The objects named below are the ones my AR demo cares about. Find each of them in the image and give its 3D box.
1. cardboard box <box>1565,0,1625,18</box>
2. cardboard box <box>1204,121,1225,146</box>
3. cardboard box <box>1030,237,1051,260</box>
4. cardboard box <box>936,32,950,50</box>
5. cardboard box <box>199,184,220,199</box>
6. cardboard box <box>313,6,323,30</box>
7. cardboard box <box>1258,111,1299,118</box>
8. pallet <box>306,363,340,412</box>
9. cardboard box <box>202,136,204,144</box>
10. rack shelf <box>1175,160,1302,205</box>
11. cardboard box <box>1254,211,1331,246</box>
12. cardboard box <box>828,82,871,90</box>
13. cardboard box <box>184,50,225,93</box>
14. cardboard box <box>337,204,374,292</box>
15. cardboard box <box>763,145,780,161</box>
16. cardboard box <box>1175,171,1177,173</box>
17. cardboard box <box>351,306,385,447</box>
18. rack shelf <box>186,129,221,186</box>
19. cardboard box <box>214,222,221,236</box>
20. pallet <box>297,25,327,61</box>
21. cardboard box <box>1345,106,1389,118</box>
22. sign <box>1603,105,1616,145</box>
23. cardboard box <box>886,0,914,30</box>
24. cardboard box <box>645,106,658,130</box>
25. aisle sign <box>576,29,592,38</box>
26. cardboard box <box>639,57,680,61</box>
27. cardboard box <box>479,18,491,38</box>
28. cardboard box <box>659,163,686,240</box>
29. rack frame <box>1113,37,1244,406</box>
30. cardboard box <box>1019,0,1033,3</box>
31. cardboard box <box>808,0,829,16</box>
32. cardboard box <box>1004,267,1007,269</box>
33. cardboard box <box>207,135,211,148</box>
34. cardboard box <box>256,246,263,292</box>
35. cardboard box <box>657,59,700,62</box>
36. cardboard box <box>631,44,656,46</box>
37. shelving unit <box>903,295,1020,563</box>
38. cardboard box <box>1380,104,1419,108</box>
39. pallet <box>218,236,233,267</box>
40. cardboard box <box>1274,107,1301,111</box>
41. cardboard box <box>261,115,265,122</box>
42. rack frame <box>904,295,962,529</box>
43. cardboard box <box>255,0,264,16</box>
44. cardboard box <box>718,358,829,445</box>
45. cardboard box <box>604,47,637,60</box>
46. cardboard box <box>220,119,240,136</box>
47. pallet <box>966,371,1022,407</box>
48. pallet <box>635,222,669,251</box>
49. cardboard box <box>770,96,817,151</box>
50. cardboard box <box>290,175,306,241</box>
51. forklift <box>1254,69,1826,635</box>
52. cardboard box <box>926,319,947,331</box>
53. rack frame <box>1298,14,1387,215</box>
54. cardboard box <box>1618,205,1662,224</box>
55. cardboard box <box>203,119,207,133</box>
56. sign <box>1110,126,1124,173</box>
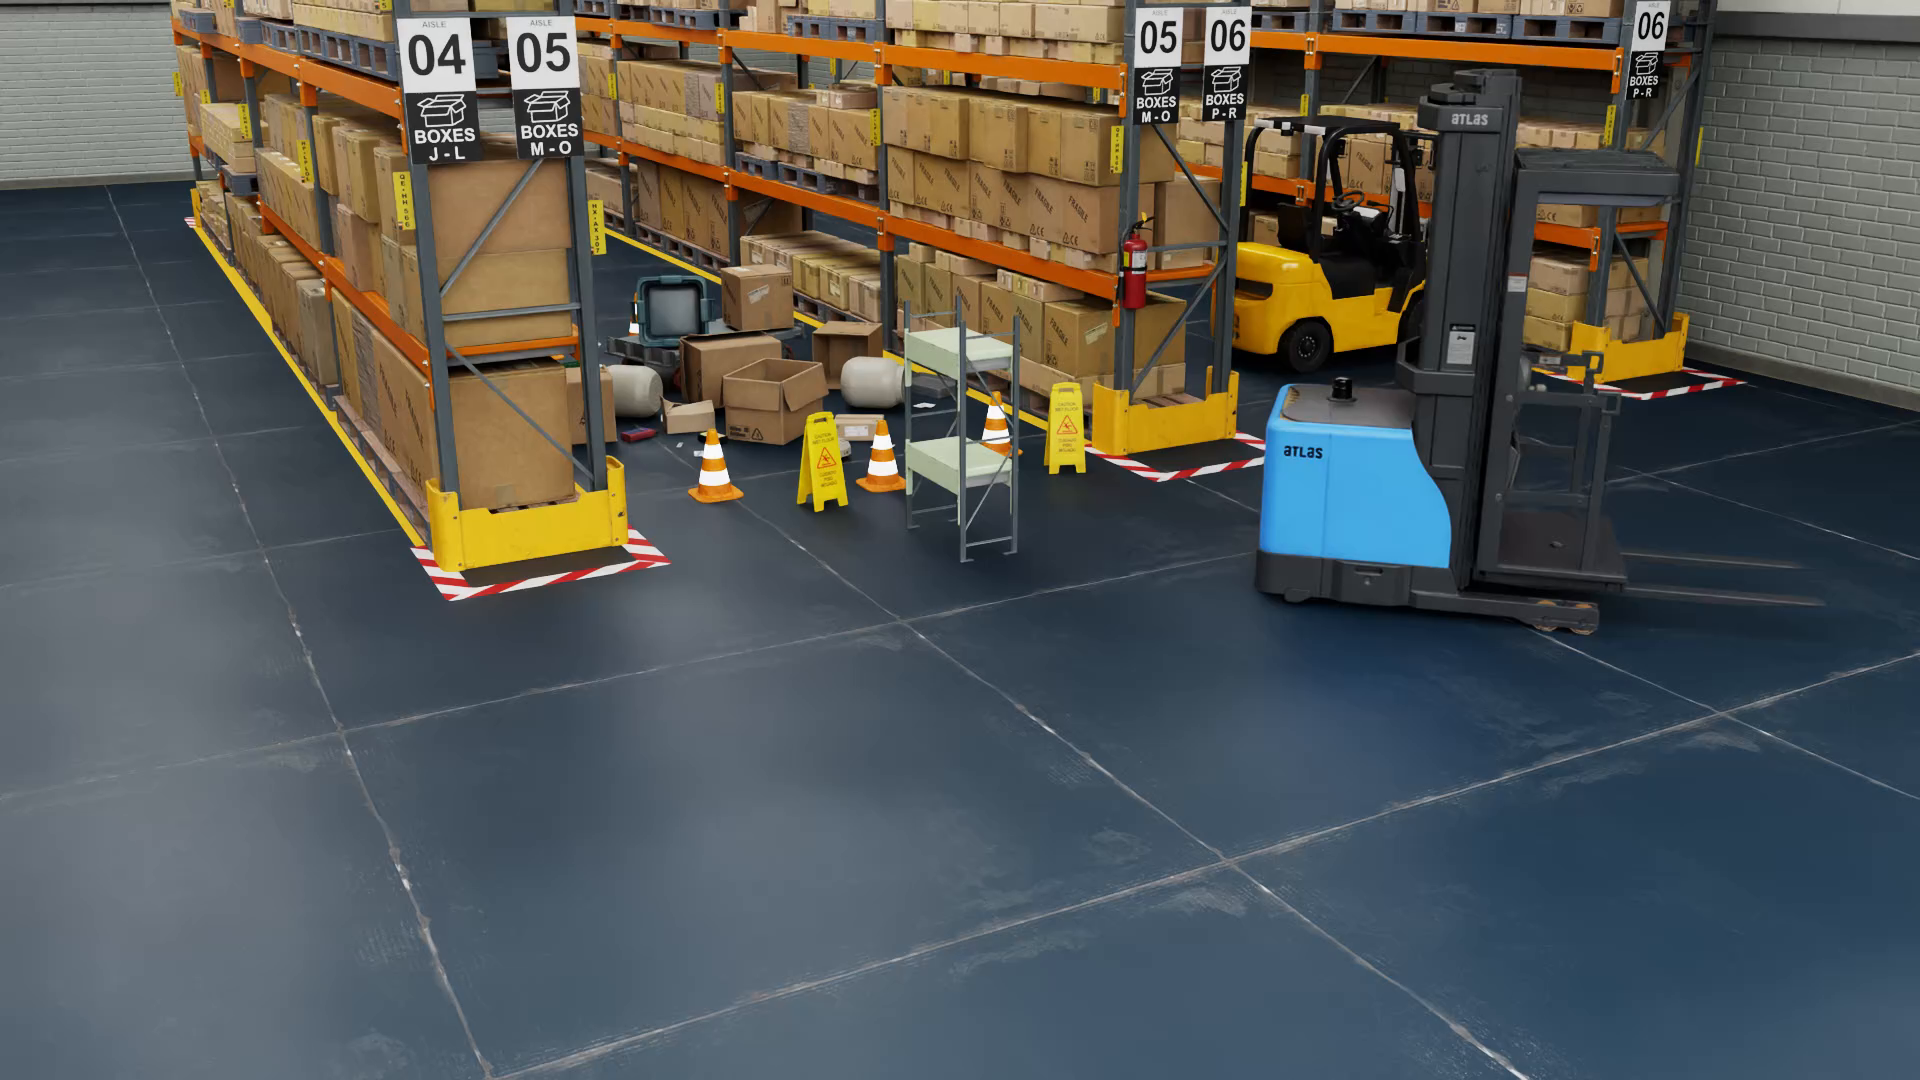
[{"bbox_3d":[5.556,-4.728,14.187,0.500,0.500,0.500,-9,21,-25],"label":"cardboard box"},{"bbox_3d":[3.134,-4.637,18.935,0.500,0.250,0.500,-10,21,-26],"label":"cardboard box"},{"bbox_3d":[0.778,-2.315,13.128,0.380,0.149,0.250,-10,21,-26],"label":"cardboard box"},{"bbox_3d":[0.020,-4.262,14.172,0.380,0.149,0.250,-9,21,-25],"label":"cardboard box"},{"bbox_3d":[-10.099,-4.732,22.561,0.380,0.149,0.250,-10,21,-27],"label":"cardboard box"},{"bbox_3d":[-4.235,-3.607,11.475,0.380,0.149,0.250,-10,22,-28],"label":"cardboard box"},{"bbox_3d":[3.515,-4.644,18.342,0.380,0.149,0.250,-10,21,-27],"label":"cardboard box"},{"bbox_3d":[-5.027,-1.402,14.372,1.003,0.211,1.213,-10,21,-27],"label":"pallet"},{"bbox_3d":[-9.540,-5.172,21.406,0.380,0.149,0.250,-10,21,-26],"label":"cardboard box"},{"bbox_3d":[3.131,-4.310,19.627,1.077,0.370,4.000,-10,21,-27],"label":"rack shelf"},{"bbox_3d":[3.823,-3.300,18.594,0.875,0.625,0.625,-9,21,-24],"label":"cardboard box"},{"bbox_3d":[-1.160,-4.722,17.469,0.380,0.149,0.250,-11,22,-29],"label":"cardboard box"},{"bbox_3d":[-9.595,-6.004,21.289,0.500,0.500,0.500,-11,22,-28],"label":"cardboard box"},{"bbox_3d":[-3.974,-2.150,12.033,0.875,0.550,0.550,-10,21,-27],"label":"cardboard box"},{"bbox_3d":[-1.888,-4.158,17.825,0.380,0.149,0.250,-10,21,-26],"label":"cardboard box"},{"bbox_3d":[1.384,-2.673,13.170,0.500,0.500,0.500,-9,21,-25],"label":"cardboard box"},{"bbox_3d":[-3.926,-1.255,12.284,0.875,0.875,0.875,-10,21,-26],"label":"cardboard box"},{"bbox_3d":[-9.343,-5.041,21.745,1.077,0.370,4.000,-10,21,-27],"label":"rack shelf"},{"bbox_3d":[-9.371,-4.015,21.395,0.380,0.149,0.250,-10,21,-27],"label":"cardboard box"},{"bbox_3d":[-4.215,-3.650,12.149,1.003,0.211,1.213,-10,21,-27],"label":"pallet"},{"bbox_3d":[4.190,-4.375,17.108,0.380,0.149,0.250,-10,21,-26],"label":"cardboard box"},{"bbox_3d":[5.496,-3.507,14.059,0.100,0.325,0.005,-10,21,-27],"label":"sign"},{"bbox_3d":[-0.318,-4.625,14.613,0.500,0.250,0.500,-10,22,-28],"label":"cardboard box"},{"bbox_3d":[-3.635,-5.304,20.868,0.500,0.250,0.500,-10,21,-26],"label":"cardboard box"},{"bbox_3d":[-5.745,-8.049,25.373,0.394,0.787,0.004,-10,21,-27],"label":"aisle sign"},{"bbox_3d":[-4.098,-6.297,22.596,0.500,0.500,0.500,-10,21,-26],"label":"cardboard box"},{"bbox_3d":[-2.697,-3.129,10.089,0.380,0.149,0.250,-10,21,-26],"label":"cardboard box"},{"bbox_3d":[-3.284,-4.373,21.320,0.875,0.875,0.875,-9,21,-25],"label":"cardboard box"},{"bbox_3d":[1.614,-2.158,12.287,1.000,3.000,0.127,-10,21,-27],"label":"rack frame"},{"bbox_3d":[0.681,-4.267,12.964,0.380,0.149,0.250,-11,22,-28],"label":"cardboard box"},{"bbox_3d":[-1.168,-5.290,16.350,0.500,0.250,0.500,-10,21,-26],"label":"cardboard box"},{"bbox_3d":[0.718,-2.139,14.655,0.500,0.500,0.500,-9,21,-24],"label":"cardboard box"},{"bbox_3d":[-8.359,-4.552,18.965,0.380,0.149,0.250,-10,21,-26],"label":"cardboard box"},{"bbox_3d":[-7.036,-2.824,17.406,0.500,0.500,0.500,-10,21,-27],"label":"cardboard box"},{"bbox_3d":[-3.651,-6.034,21.832,0.500,0.500,0.500,-9,21,-25],"label":"cardboard box"},{"bbox_3d":[-4.300,-6.698,22.764,0.380,0.149,0.250,-10,22,-27],"label":"cardboard box"},{"bbox_3d":[0.003,-0.707,10.381,0.431,1.500,0.755,-10,21,-27],"label":"shelving unit"},{"bbox_3d":[4.581,-4.448,17.318,0.380,0.149,0.250,-11,22,-28],"label":"cardboard box"},{"bbox_3d":[-8.743,-3.676,20.962,1.003,0.211,1.213,-10,21,-27],"label":"pallet"},{"bbox_3d":[3.764,-4.791,18.771,0.380,0.149,0.250,-10,22,-27],"label":"cardboard box"},{"bbox_3d":[-8.030,-4.944,19.646,0.380,0.149,0.250,-9,21,-25],"label":"cardboard box"},{"bbox_3d":[-0.171,-0.812,10.686,0.400,1.500,0.023,-10,21,-27],"label":"rack frame"},{"bbox_3d":[-5.862,-4.747,14.532,0.500,0.311,0.500,-10,22,-28],"label":"cardboard box"},{"bbox_3d":[-1.448,-1.090,13.019,0.637,0.503,0.797,7,20,20],"label":"cardboard box"},{"bbox_3d":[-4.511,-6.469,22.098,0.380,0.149,0.250,-10,22,-28],"label":"cardboard box"},{"bbox_3d":[-7.501,-4.313,17.362,0.380,0.149,0.250,-9,21,-25],"label":"cardboard box"},{"bbox_3d":[0.648,-1.450,14.511,1.003,0.211,1.213,-10,21,-27],"label":"pallet"},{"bbox_3d":[-3.652,-4.075,22.117,1.003,0.211,1.213,-10,21,-27],"label":"pallet"},{"bbox_3d":[-1.663,-4.376,17.462,0.500,0.500,0.500,-10,21,-26],"label":"cardboard box"},{"bbox_3d":[-5.317,-2.811,14.027,0.500,0.500,0.500,-10,22,-27],"label":"cardboard box"},{"bbox_3d":[3.280,-1.058,9.204,3.031,2.935,1.130,5,20,14],"label":"forklift"},{"bbox_3d":[0.020,-1.842,14.944,0.500,0.250,0.500,-9,21,-24],"label":"cardboard box"},{"bbox_3d":[4.081,-4.076,17.846,1.000,3.000,0.127,-10,21,-27],"label":"rack frame"},{"bbox_3d":[5.990,-3.161,15.039,0.500,0.500,0.500,-9,21,-25],"label":"cardboard box"},{"bbox_3d":[-8.486,-4.769,19.139,0.380,0.149,0.250,-10,22,-28],"label":"cardboard box"},{"bbox_3d":[1.116,-2.775,11.814,0.100,0.325,0.005,-10,21,-27],"label":"sign"}]
